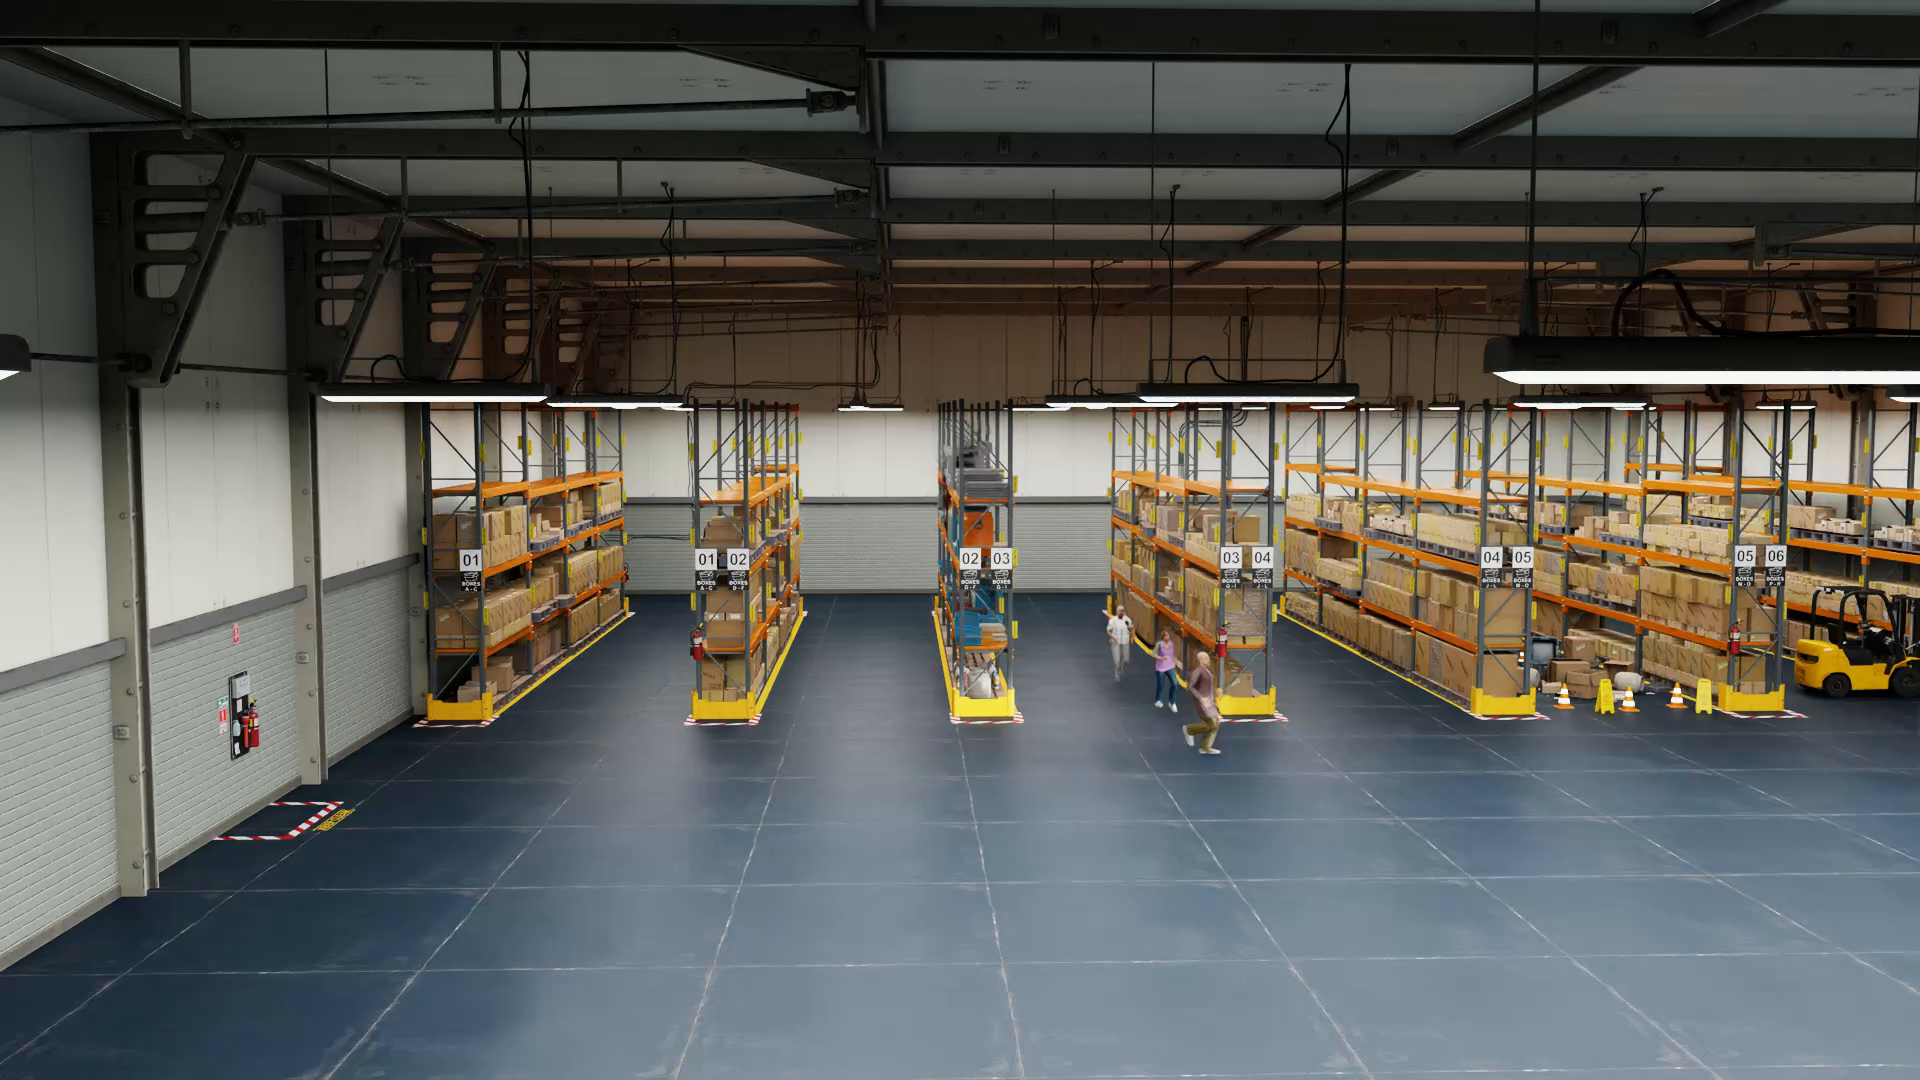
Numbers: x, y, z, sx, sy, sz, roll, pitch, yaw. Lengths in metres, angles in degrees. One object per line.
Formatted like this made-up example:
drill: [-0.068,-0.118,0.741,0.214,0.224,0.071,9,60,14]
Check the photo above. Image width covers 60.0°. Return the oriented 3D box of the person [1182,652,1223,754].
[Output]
person: [4.090,2.742,28.009,0.629,1.728,0.726,2,5,29]

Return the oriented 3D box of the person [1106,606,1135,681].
person: [3.450,2.213,35.637,0.640,1.626,0.571,0,4,-5]

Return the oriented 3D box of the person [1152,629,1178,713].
person: [3.933,2.509,31.974,0.564,1.607,0.742,-1,4,-15]
